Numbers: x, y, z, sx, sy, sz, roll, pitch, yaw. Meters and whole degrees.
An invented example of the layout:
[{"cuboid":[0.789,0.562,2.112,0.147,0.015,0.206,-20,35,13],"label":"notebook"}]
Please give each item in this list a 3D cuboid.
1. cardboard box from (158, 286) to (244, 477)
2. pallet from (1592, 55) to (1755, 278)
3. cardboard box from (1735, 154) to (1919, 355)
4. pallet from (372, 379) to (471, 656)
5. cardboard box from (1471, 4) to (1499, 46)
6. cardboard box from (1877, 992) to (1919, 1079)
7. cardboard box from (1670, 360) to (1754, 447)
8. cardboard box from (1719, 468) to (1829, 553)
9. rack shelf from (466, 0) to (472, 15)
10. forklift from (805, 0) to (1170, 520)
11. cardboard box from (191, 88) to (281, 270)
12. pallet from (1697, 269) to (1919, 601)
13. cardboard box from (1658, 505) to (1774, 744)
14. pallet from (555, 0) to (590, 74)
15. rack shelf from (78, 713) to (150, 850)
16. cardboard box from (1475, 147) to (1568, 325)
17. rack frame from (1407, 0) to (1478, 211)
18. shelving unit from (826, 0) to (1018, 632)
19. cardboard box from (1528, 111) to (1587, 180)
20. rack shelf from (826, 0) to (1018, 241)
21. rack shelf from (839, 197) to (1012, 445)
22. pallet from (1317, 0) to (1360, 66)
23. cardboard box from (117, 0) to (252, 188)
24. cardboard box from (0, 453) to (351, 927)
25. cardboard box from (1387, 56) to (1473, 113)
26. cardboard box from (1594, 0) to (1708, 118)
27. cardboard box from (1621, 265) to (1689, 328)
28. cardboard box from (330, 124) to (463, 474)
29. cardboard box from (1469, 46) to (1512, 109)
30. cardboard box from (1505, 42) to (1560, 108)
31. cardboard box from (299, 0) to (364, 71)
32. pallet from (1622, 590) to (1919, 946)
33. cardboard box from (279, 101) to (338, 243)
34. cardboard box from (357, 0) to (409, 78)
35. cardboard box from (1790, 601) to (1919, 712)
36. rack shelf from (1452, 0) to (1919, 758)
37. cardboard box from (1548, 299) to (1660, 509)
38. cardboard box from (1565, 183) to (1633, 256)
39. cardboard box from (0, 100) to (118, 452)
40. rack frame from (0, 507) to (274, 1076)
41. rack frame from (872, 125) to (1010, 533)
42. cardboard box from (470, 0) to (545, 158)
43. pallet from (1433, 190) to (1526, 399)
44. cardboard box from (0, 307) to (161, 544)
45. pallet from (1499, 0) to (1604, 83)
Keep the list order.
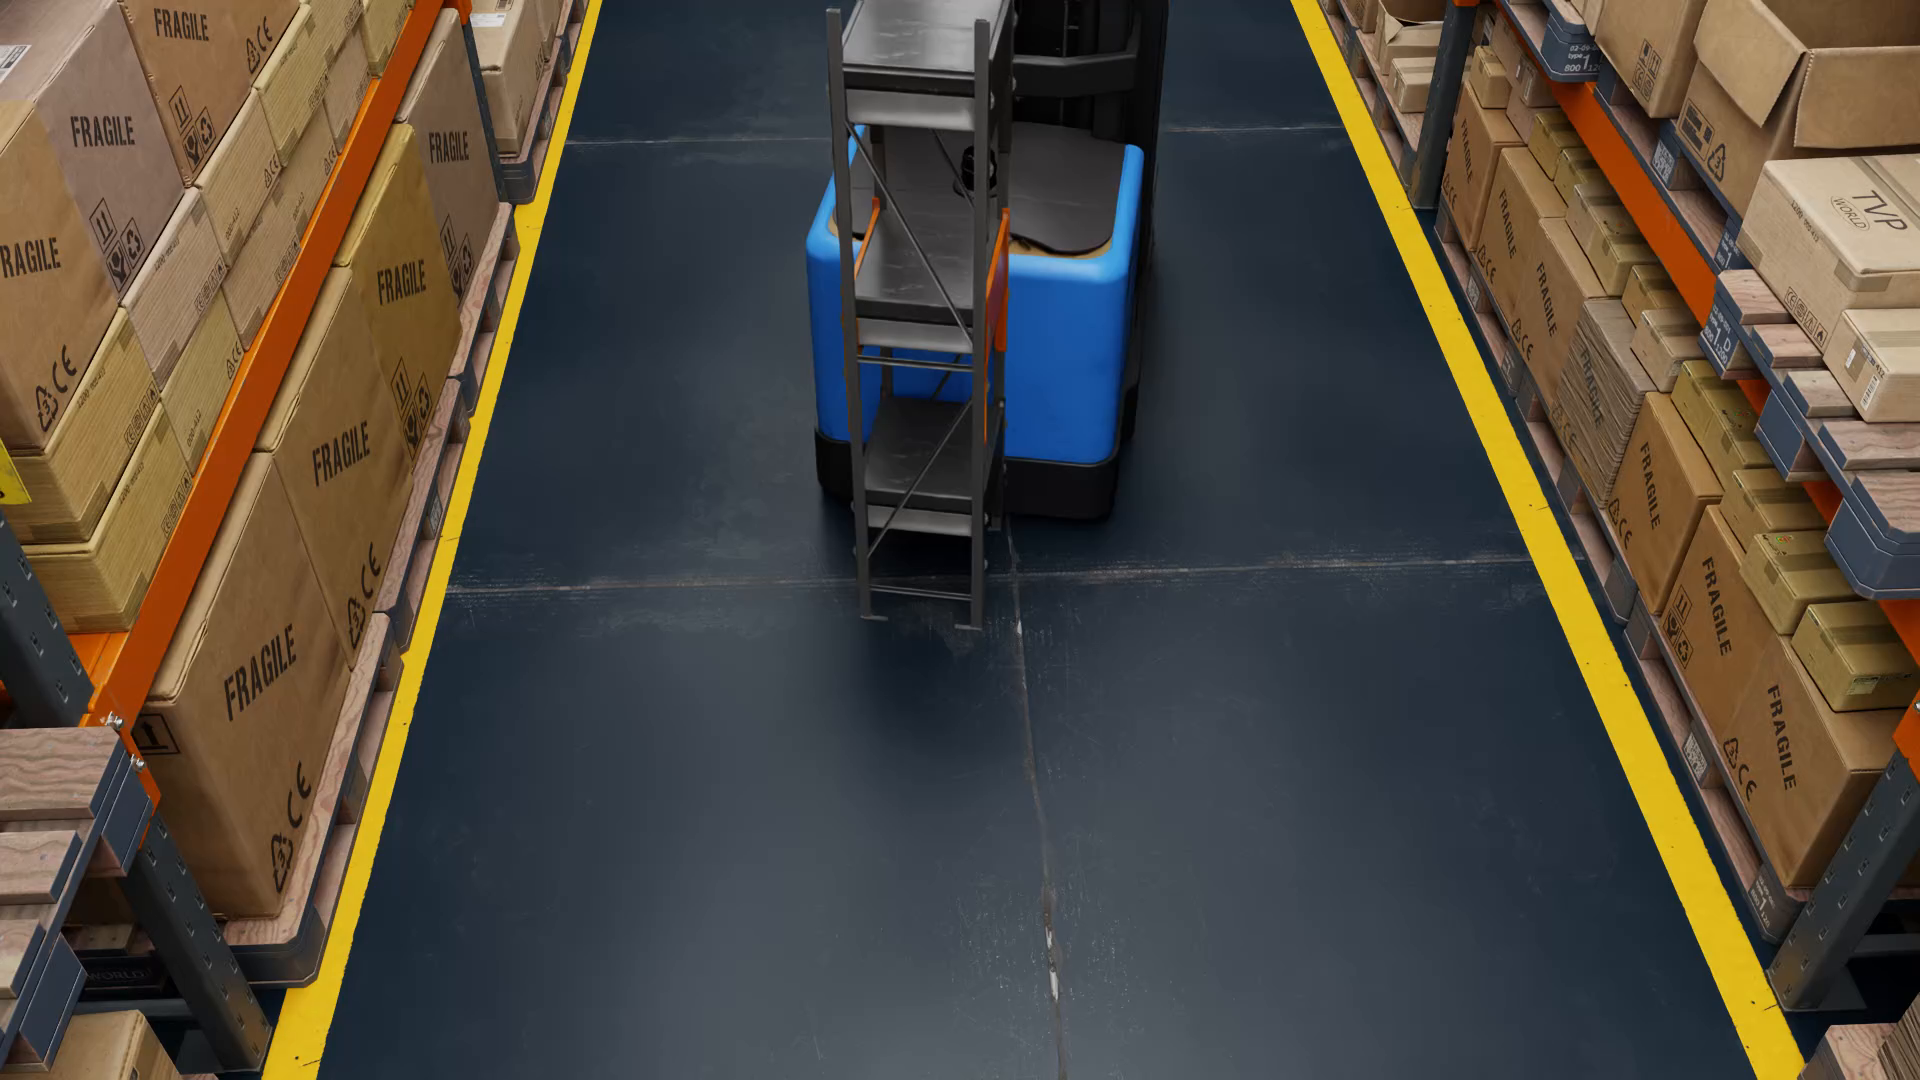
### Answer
[{"cuboid":[-2.101,-0.395,4.072,0.500,0.250,0.500,-3,43,-3],"label":"cardboard box"},{"cuboid":[2.580,-1.154,4.931,1.003,0.211,1.213,-2,43,-2],"label":"pallet"},{"cuboid":[2.299,-0.714,4.109,0.500,0.250,0.500,-3,43,-4],"label":"cardboard box"},{"cuboid":[-2.299,-0.095,5.697,1.003,0.211,1.213,-2,43,-2],"label":"pallet"},{"cuboid":[2.687,-2.461,8.015,0.380,0.149,0.250,-2,43,-2],"label":"cardboard box"},{"cuboid":[2.680,1.230,3.634,0.875,0.625,0.625,0,43,0],"label":"cardboard box"},{"cuboid":[2.406,-0.421,5.048,0.380,0.149,0.250,-2,43,-2],"label":"cardboard box"},{"cuboid":[2.383,-0.073,4.669,0.380,0.149,0.250,-3,43,-3],"label":"cardboard box"},{"cuboid":[-2.547,-3.552,7.938,1.077,0.370,4.000,-2,43,-2],"label":"rack shelf"},{"cuboid":[0.226,-2.151,5.928,1.130,2.935,3.031,6,43,6],"label":"forklift"},{"cuboid":[-2.097,-0.931,4.286,0.500,0.250,0.500,-2,43,-2],"label":"cardboard box"},{"cuboid":[2.568,-0.297,3.996,1.213,0.211,1.003,-2,43,-2],"label":"pallet"},{"cuboid":[2.423,0.238,4.810,0.500,0.500,0.500,-2,43,-2],"label":"cardboard box"},{"cuboid":[-2.471,-2.780,8.627,1.003,0.211,1.213,-2,43,-2],"label":"pallet"},{"cuboid":[-2.207,1.849,2.046,1.077,0.370,4.000,-2,43,-2],"label":"rack shelf"},{"cuboid":[2.325,-1.153,6.327,0.500,0.500,0.500,-2,43,-2],"label":"cardboard box"},{"cuboid":[2.497,-2.612,6.380,1.000,3.000,0.127,-2,43,-2],"label":"rack frame"},{"cuboid":[-0.091,-0.661,4.917,0.431,2.100,0.503,6,43,6],"label":"shelving unit"},{"cuboid":[2.358,-1.477,6.201,0.380,0.149,0.250,-4,43,-4],"label":"cardboard box"},{"cuboid":[-0.091,-1.167,4.453,0.431,0.518,0.480,6,43,6],"label":"rack shelf"},{"cuboid":[-0.091,-0.651,4.926,0.431,0.518,0.480,6,43,6],"label":"rack shelf"},{"cuboid":[2.414,-2.873,8.729,1.003,0.211,1.213,-2,43,-2],"label":"pallet"},{"cuboid":[-2.106,-1.196,4.021,0.500,0.500,0.500,-1,43,-1],"label":"cardboard box"},{"cuboid":[-2.238,0.393,4.363,0.875,0.875,0.875,-2,43,-2],"label":"cardboard box"},{"cuboid":[2.180,-2.084,7.602,0.380,0.149,0.250,-3,43,-3],"label":"cardboard box"},{"cuboid":[2.349,-1.591,4.881,0.700,0.500,0.500,-2,43,-2],"label":"cardboard box"},{"cuboid":[2.405,-0.774,5.433,0.380,0.149,0.250,-1,43,-2],"label":"cardboard box"},{"cuboid":[-2.310,-0.813,5.678,0.875,0.875,0.875,-1,43,-1],"label":"cardboard box"},{"cuboid":[2.246,-1.835,6.591,0.380,0.149,0.250,0,43,0],"label":"cardboard box"},{"cuboid":[2.305,-1.770,6.300,0.380,0.149,0.250,-4,43,-4],"label":"cardboard box"},{"cuboid":[-2.144,-1.619,5.037,0.500,0.250,0.500,-1,43,-1],"label":"cardboard box"},{"cuboid":[2.673,0.611,4.927,1.003,0.211,1.213,-2,43,-2],"label":"pallet"},{"cuboid":[-2.142,-1.083,4.822,0.500,0.250,0.500,-2,43,-2],"label":"cardboard box"},{"cuboid":[-2.171,-1.772,5.575,0.500,0.250,0.500,-2,43,-2],"label":"cardboard box"},{"cuboid":[2.393,0.290,4.273,0.380,0.149,0.250,-4,43,-4],"label":"cardboard box"},{"cuboid":[2.582,-0.997,5.150,1.077,0.370,4.000,-2,43,-2],"label":"rack shelf"},{"cuboid":[2.358,-0.466,5.577,0.500,0.500,0.500,-3,43,-3],"label":"cardboard box"},{"cuboid":[2.356,-1.123,5.814,0.380,0.149,0.250,-2,43,-2],"label":"cardboard box"},{"cuboid":[-2.069,-0.512,3.275,0.500,0.500,0.500,-3,43,-3],"label":"cardboard box"},{"cuboid":[-2.292,0.233,3.276,1.000,3.000,0.127,-2,43,-2],"label":"rack frame"},{"cuboid":[-0.055,-0.824,5.095,0.400,2.100,0.015,6,43,6],"label":"rack frame"},{"cuboid":[-2.381,-2.104,7.411,0.875,0.438,0.875,-2,43,-2],"label":"cardboard box"},{"cuboid":[2.569,-1.036,6.724,1.003,0.211,1.213,-2,43,-2],"label":"pallet"},{"cuboid":[-2.067,-0.245,3.538,0.500,0.250,0.500,-2,43,-2],"label":"cardboard box"},{"cuboid":[2.422,-1.999,5.853,1.003,0.211,1.213,-2,43,-2],"label":"pallet"}]
